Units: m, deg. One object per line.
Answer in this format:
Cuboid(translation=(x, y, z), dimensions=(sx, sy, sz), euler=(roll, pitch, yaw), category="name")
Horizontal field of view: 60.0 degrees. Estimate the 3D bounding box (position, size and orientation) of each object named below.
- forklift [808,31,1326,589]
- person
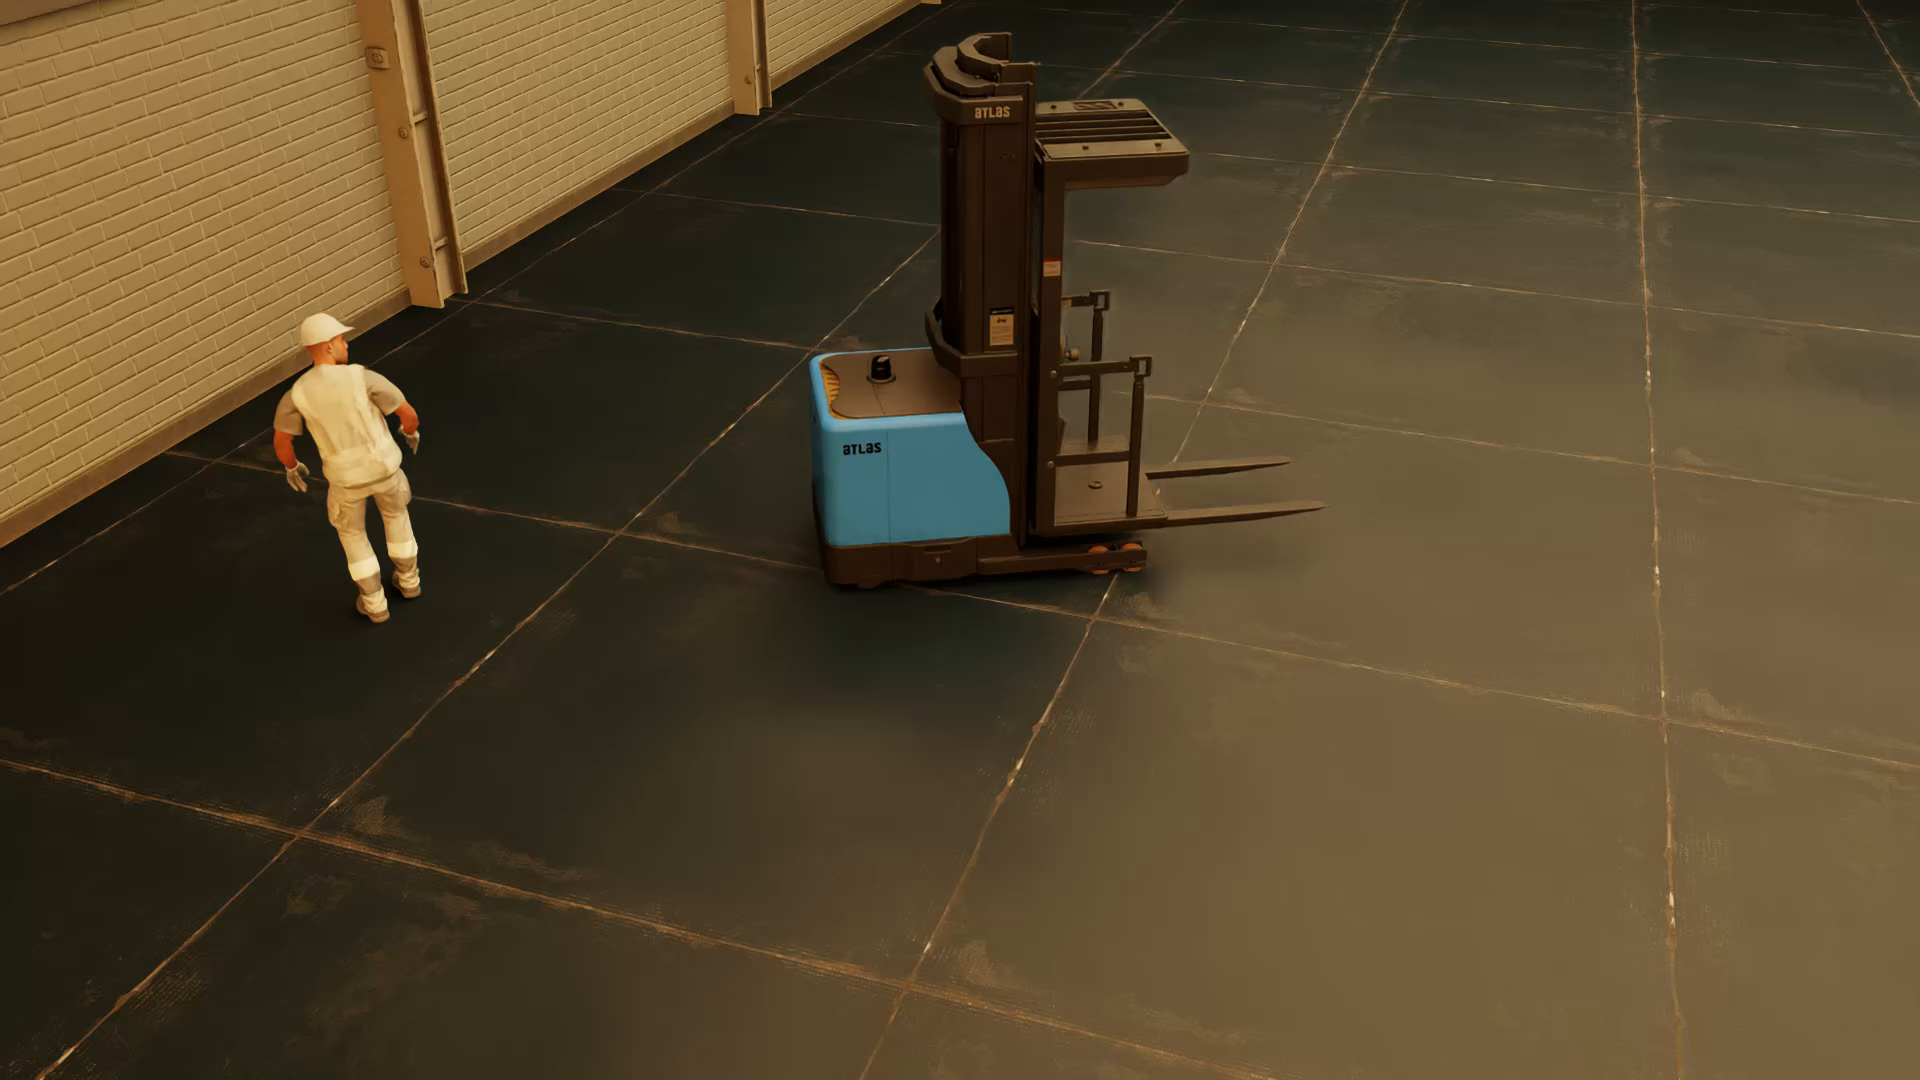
Cuboid(translation=(0.652, -1.325, 9.460), dimensions=(3.031, 2.935, 1.130), euler=(-5, 30, -8), category="forklift")
Cuboid(translation=(-3.295, -0.403, 9.040), dimensions=(0.742, 1.751, 0.507), euler=(-13, 32, -21), category="person")
